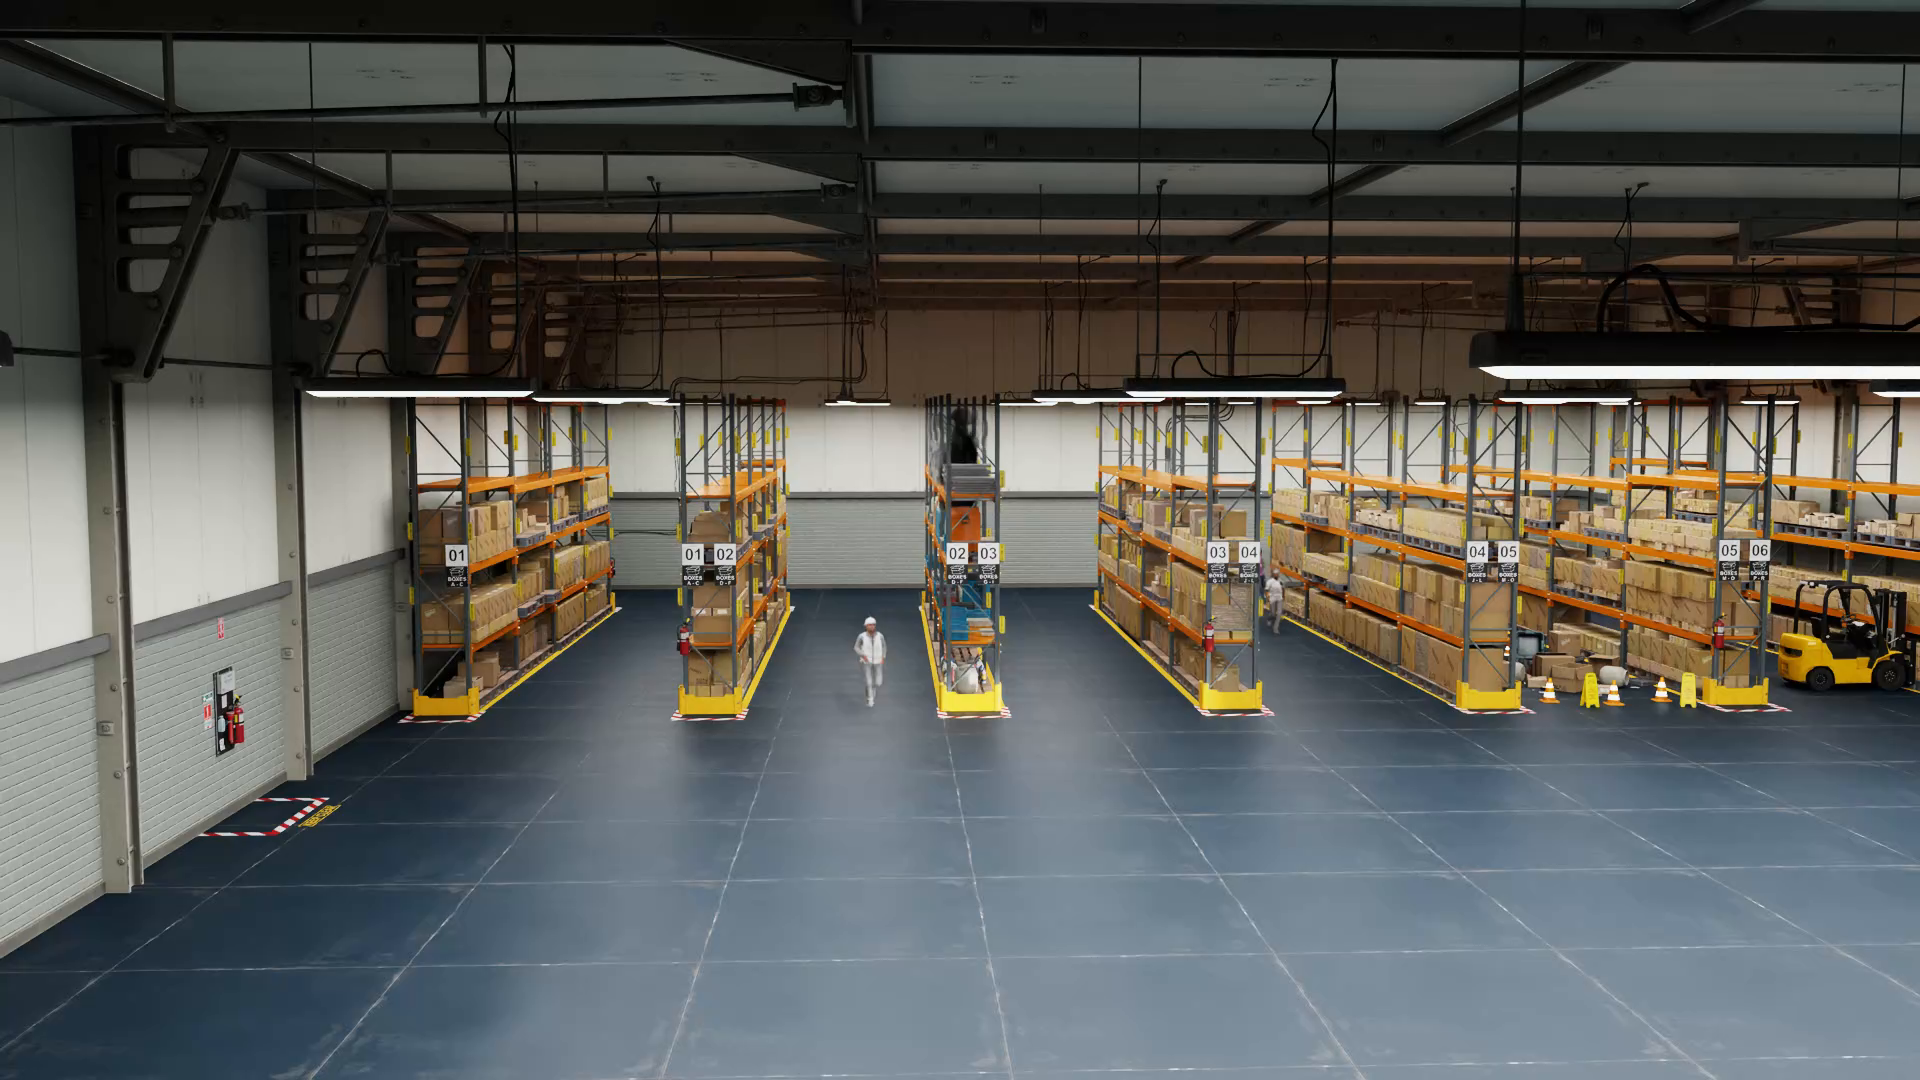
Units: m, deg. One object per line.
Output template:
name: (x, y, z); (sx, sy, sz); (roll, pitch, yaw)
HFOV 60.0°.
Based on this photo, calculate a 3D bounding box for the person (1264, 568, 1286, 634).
person: (8.070, 1.543, 42.581); (0.585, 1.667, 0.590); (-1, 5, -7)

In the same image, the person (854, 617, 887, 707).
person: (-1.711, 2.344, 32.050); (0.659, 1.722, 0.603); (-1, 5, -16)

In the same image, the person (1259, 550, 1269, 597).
person: (8.896, 1.045, 49.304); (0.496, 1.626, 0.974); (4, 6, 41)
